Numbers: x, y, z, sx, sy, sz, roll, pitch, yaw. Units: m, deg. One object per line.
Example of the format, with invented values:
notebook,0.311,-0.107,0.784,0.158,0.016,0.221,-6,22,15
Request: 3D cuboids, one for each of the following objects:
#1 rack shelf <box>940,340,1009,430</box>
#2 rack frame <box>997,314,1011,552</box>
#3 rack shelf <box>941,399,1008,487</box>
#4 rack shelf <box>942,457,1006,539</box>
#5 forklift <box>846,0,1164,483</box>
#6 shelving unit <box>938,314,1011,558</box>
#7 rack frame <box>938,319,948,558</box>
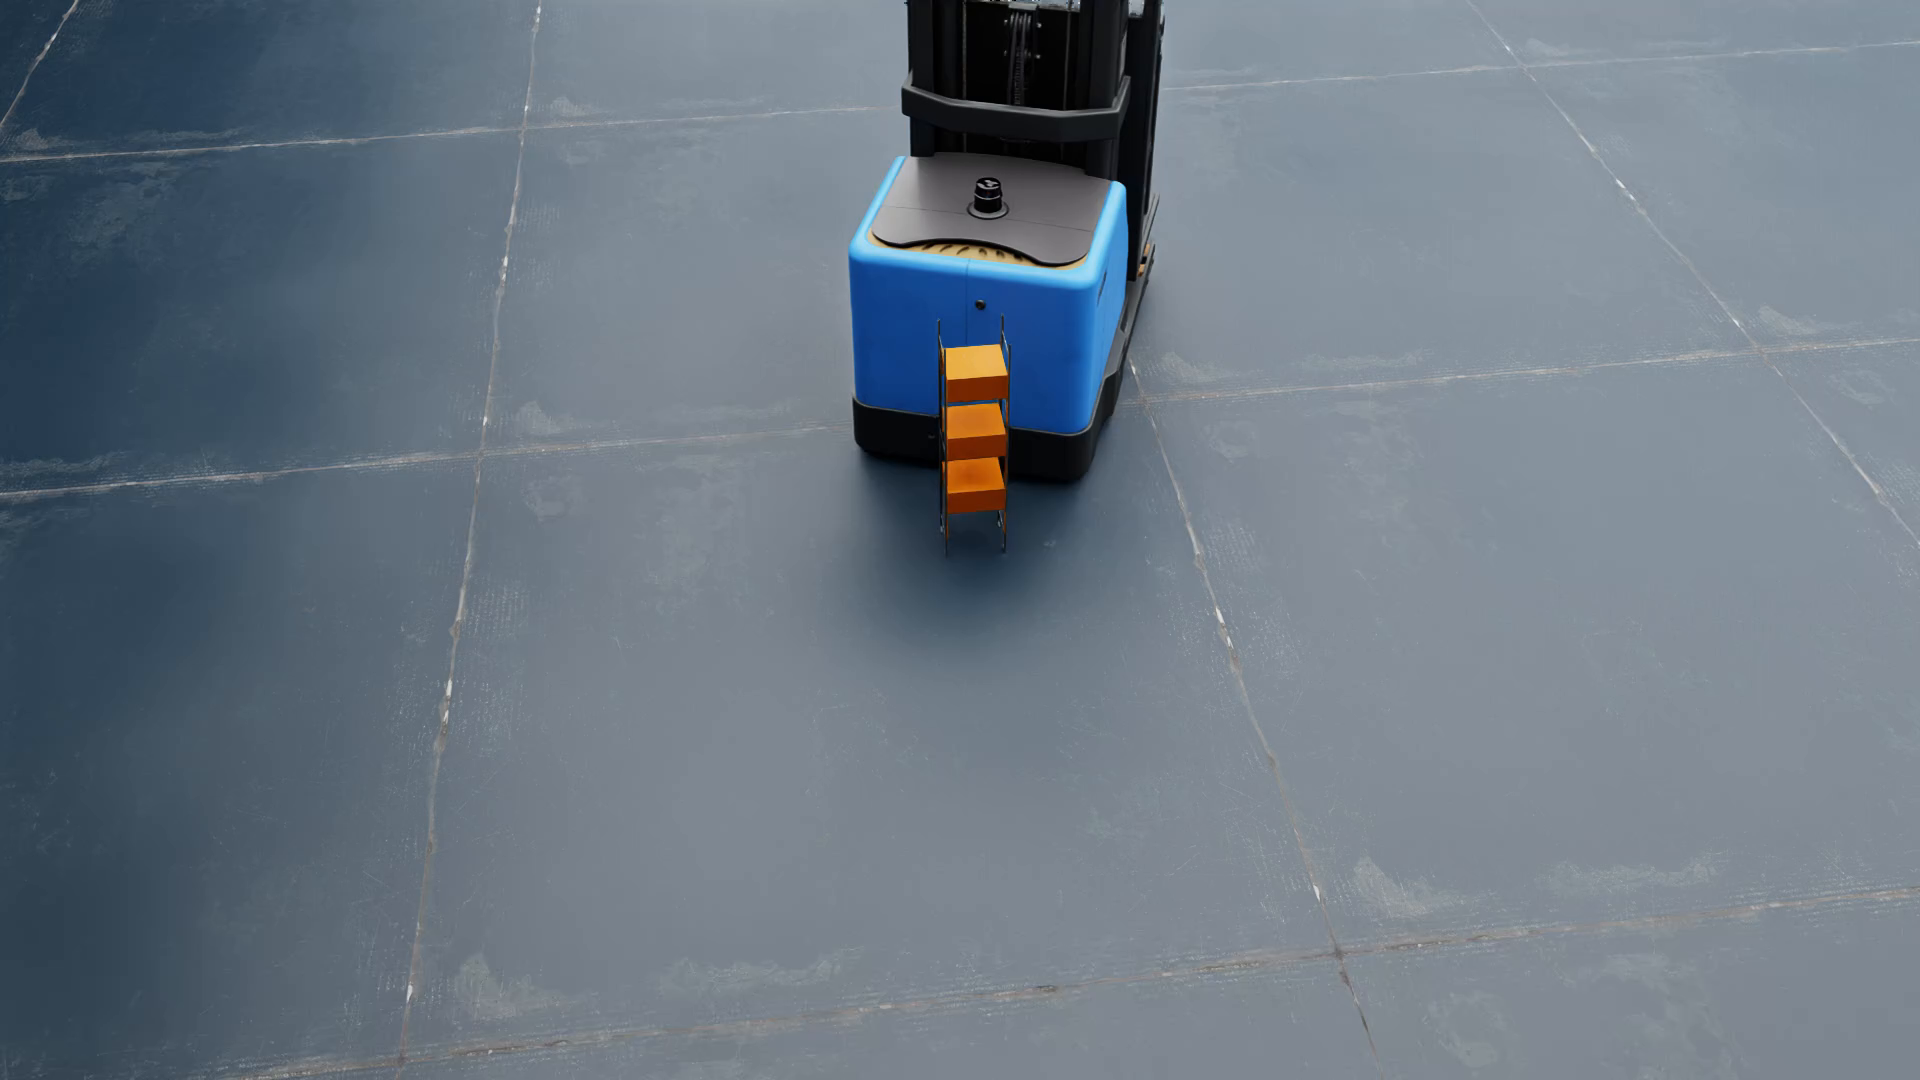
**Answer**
rack shelf,0.053,-0.597,6.418,0.240,0.259,0.215,-5,42,-6
rack frame,0.174,-0.405,6.612,0.008,1.050,0.200,-5,42,-6
rack shelf,0.053,-0.387,6.608,0.240,0.259,0.215,-5,42,-6
rack shelf,0.053,-0.180,6.794,0.240,0.259,0.215,-5,42,-6
forklift,0.363,-2.330,7.342,1.130,2.935,3.031,9,43,10
shelving unit,0.053,-0.394,6.601,0.252,1.050,0.215,-5,42,-6
rack frame,-0.068,-0.384,6.589,0.008,1.050,0.200,-5,42,-6
